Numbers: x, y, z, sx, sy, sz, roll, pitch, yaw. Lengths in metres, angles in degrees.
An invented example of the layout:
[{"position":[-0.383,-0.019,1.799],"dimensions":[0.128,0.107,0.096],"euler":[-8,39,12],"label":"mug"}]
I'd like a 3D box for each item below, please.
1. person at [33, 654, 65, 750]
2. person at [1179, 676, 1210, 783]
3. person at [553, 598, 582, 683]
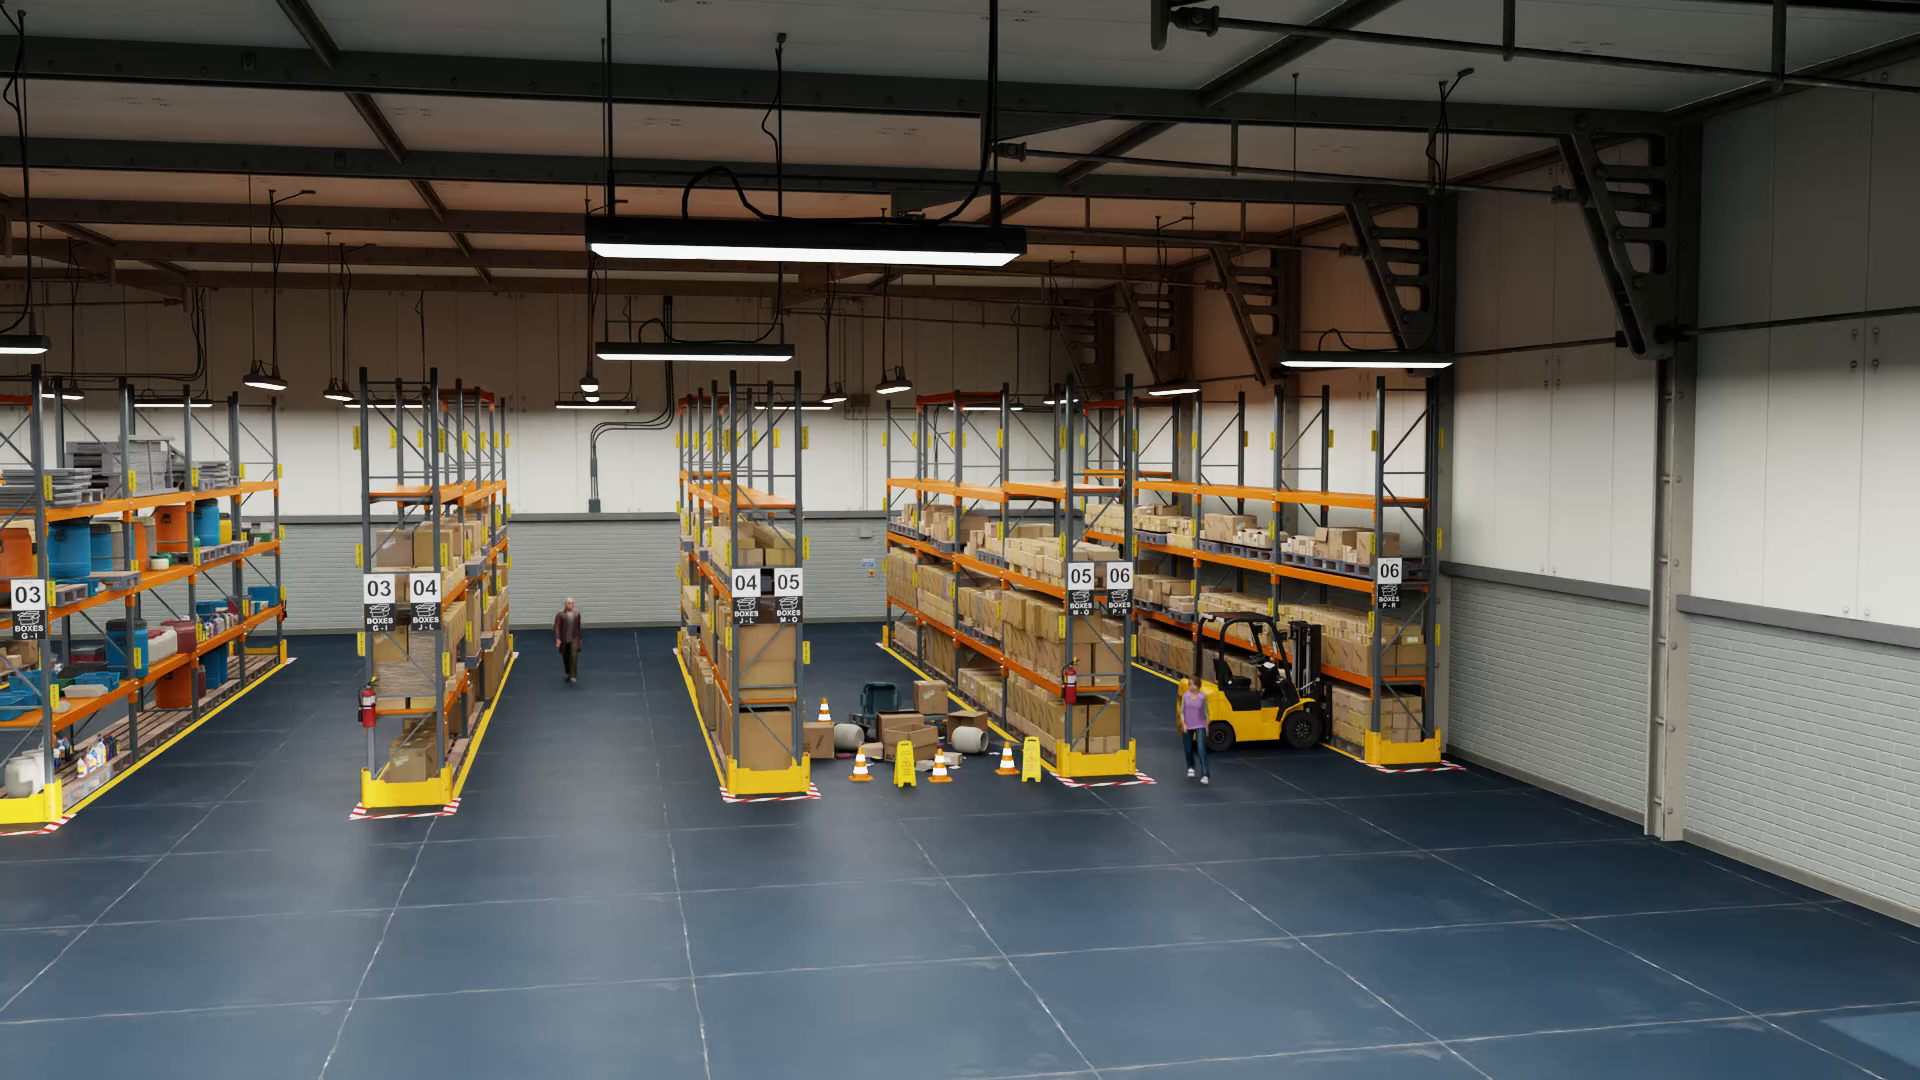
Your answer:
[{"position":[-14.616,2.611,26.707],"dimensions":[0.425,1.577,1.113],"euler":[0,3,0],"label":"person"},{"position":[3.489,2.772,24.458],"dimensions":[0.518,1.554,0.744],"euler":[2,4,26],"label":"person"},{"position":[-8.120,2.072,34.396],"dimensions":[0.552,1.726,1.125],"euler":[-1,3,-9],"label":"person"}]
